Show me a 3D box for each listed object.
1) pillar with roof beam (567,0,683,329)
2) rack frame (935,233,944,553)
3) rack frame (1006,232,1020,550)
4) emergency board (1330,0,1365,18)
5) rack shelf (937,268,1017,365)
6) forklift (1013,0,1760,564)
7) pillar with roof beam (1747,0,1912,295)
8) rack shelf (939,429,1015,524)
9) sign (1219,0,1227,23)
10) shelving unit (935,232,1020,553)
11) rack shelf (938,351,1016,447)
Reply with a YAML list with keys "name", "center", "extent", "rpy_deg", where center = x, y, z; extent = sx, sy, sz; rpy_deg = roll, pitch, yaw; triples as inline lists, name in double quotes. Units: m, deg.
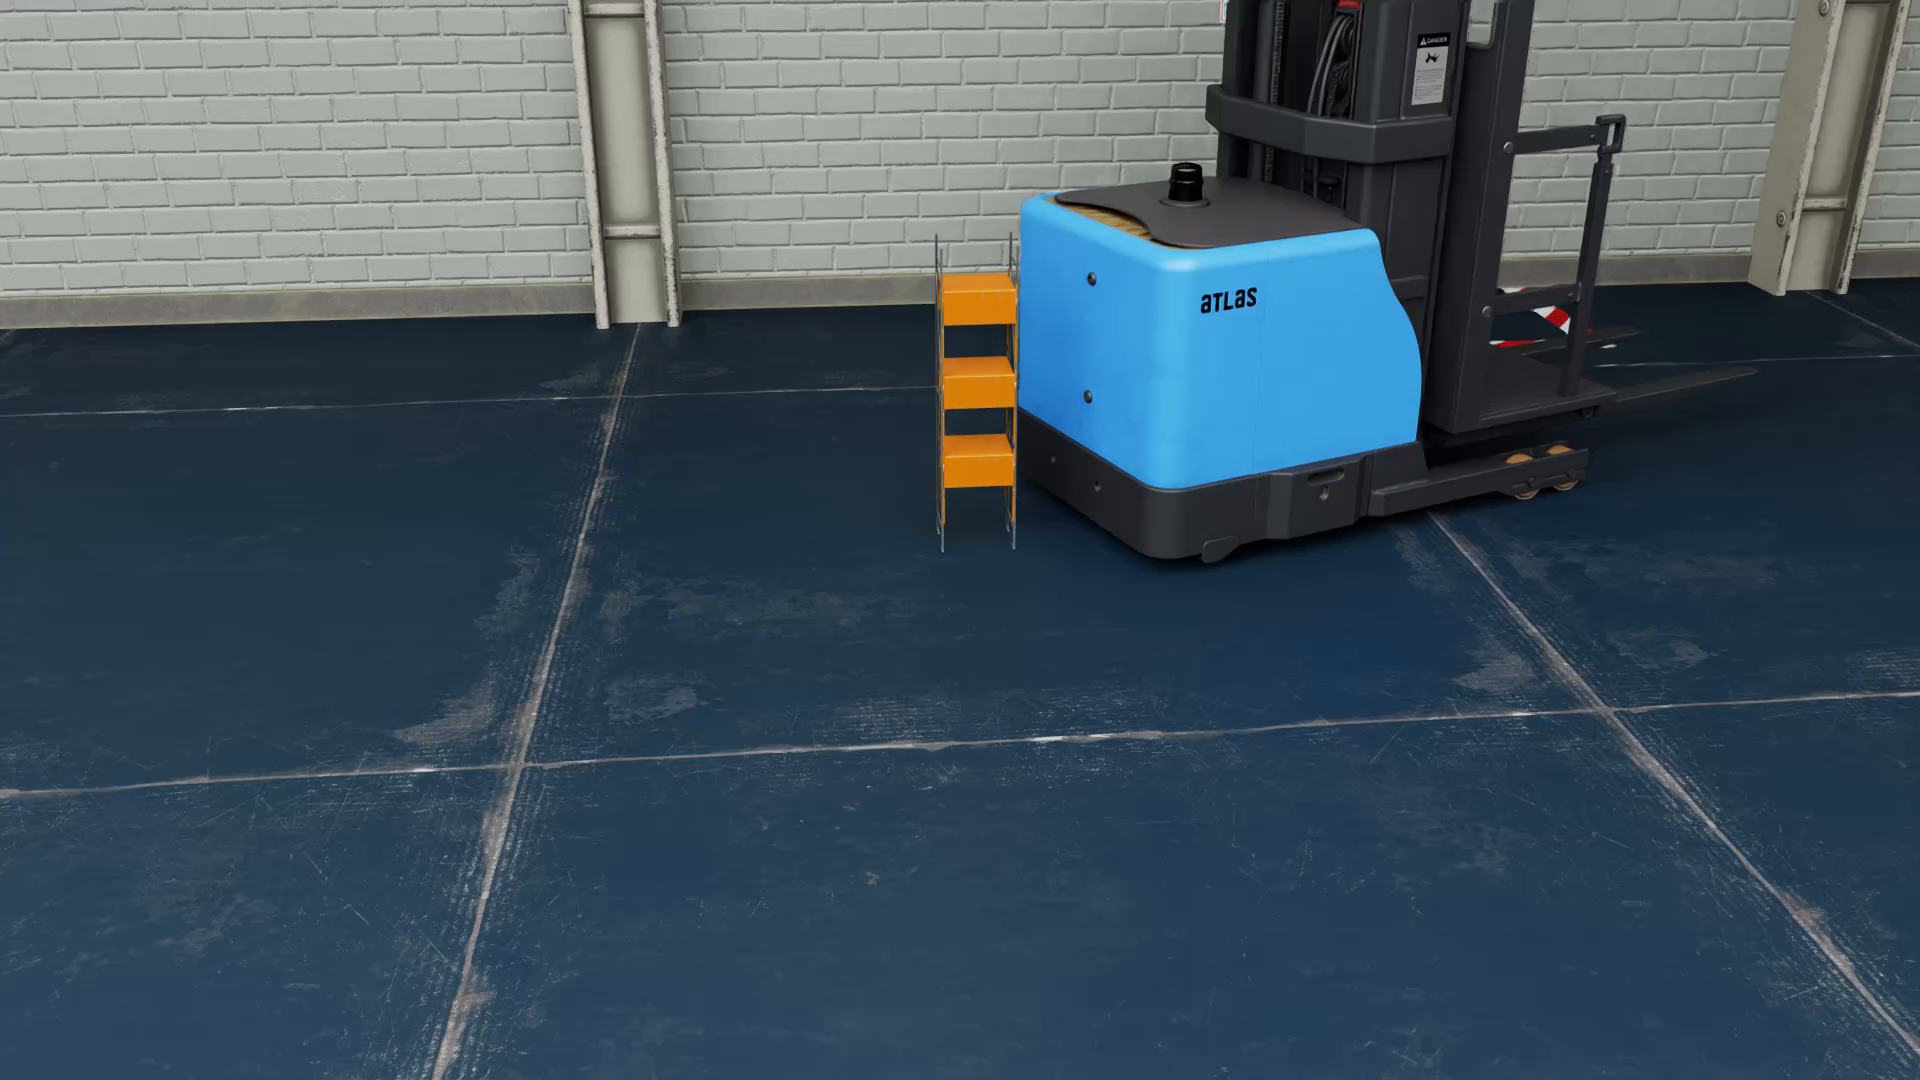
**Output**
- name: "pillar with roof beam"
  center: [-1.153, -3.466, 2.469]
  extent: [0.400, 9.000, 9.100]
  rpy_deg: [-2, 24, -5]
- name: "rack frame"
  center: [-0.068, -0.477, 5.531]
  extent: [0.008, 1.050, 0.200]
  rpy_deg: [-2, 24, -5]
- name: "rack frame"
  center: [0.175, -0.487, 5.553]
  extent: [0.008, 1.050, 0.200]
  rpy_deg: [-2, 24, -5]
- name: "emergency board"
  center: [1.932, -2.621, 7.954]
  extent: [0.643, 1.169, 0.194]
  rpy_deg: [-2, 24, -5]
- name: "rack shelf"
  center: [0.053, -0.732, 5.431]
  extent: [0.240, 0.259, 0.215]
  rpy_deg: [-2, 24, -5]
- name: "forklift"
  center: [1.749, -1.664, 5.885]
  extent: [3.031, 2.935, 1.130]
  rpy_deg: [-12, 27, -24]
- name: "pillar with roof beam"
  center: [4.818, -3.706, 3.008]
  extent: [0.400, 9.000, 9.100]
  rpy_deg: [-2, 24, -5]
- name: "rack shelf"
  center: [0.053, -0.218, 5.659]
  extent: [0.240, 0.259, 0.215]
  rpy_deg: [-2, 24, -5]
- name: "sign"
  center: [1.371, -2.657, 7.991]
  extent: [0.234, 0.329, 0.001]
  rpy_deg: [-2, 24, -5]
- name: "shelving unit"
  center: [0.053, -0.482, 5.542]
  extent: [0.252, 1.050, 0.215]
  rpy_deg: [-2, 24, -5]
- name: "rack shelf"
  center: [0.053, -0.472, 5.546]
  extent: [0.240, 0.259, 0.215]
  rpy_deg: [-2, 24, -5]
